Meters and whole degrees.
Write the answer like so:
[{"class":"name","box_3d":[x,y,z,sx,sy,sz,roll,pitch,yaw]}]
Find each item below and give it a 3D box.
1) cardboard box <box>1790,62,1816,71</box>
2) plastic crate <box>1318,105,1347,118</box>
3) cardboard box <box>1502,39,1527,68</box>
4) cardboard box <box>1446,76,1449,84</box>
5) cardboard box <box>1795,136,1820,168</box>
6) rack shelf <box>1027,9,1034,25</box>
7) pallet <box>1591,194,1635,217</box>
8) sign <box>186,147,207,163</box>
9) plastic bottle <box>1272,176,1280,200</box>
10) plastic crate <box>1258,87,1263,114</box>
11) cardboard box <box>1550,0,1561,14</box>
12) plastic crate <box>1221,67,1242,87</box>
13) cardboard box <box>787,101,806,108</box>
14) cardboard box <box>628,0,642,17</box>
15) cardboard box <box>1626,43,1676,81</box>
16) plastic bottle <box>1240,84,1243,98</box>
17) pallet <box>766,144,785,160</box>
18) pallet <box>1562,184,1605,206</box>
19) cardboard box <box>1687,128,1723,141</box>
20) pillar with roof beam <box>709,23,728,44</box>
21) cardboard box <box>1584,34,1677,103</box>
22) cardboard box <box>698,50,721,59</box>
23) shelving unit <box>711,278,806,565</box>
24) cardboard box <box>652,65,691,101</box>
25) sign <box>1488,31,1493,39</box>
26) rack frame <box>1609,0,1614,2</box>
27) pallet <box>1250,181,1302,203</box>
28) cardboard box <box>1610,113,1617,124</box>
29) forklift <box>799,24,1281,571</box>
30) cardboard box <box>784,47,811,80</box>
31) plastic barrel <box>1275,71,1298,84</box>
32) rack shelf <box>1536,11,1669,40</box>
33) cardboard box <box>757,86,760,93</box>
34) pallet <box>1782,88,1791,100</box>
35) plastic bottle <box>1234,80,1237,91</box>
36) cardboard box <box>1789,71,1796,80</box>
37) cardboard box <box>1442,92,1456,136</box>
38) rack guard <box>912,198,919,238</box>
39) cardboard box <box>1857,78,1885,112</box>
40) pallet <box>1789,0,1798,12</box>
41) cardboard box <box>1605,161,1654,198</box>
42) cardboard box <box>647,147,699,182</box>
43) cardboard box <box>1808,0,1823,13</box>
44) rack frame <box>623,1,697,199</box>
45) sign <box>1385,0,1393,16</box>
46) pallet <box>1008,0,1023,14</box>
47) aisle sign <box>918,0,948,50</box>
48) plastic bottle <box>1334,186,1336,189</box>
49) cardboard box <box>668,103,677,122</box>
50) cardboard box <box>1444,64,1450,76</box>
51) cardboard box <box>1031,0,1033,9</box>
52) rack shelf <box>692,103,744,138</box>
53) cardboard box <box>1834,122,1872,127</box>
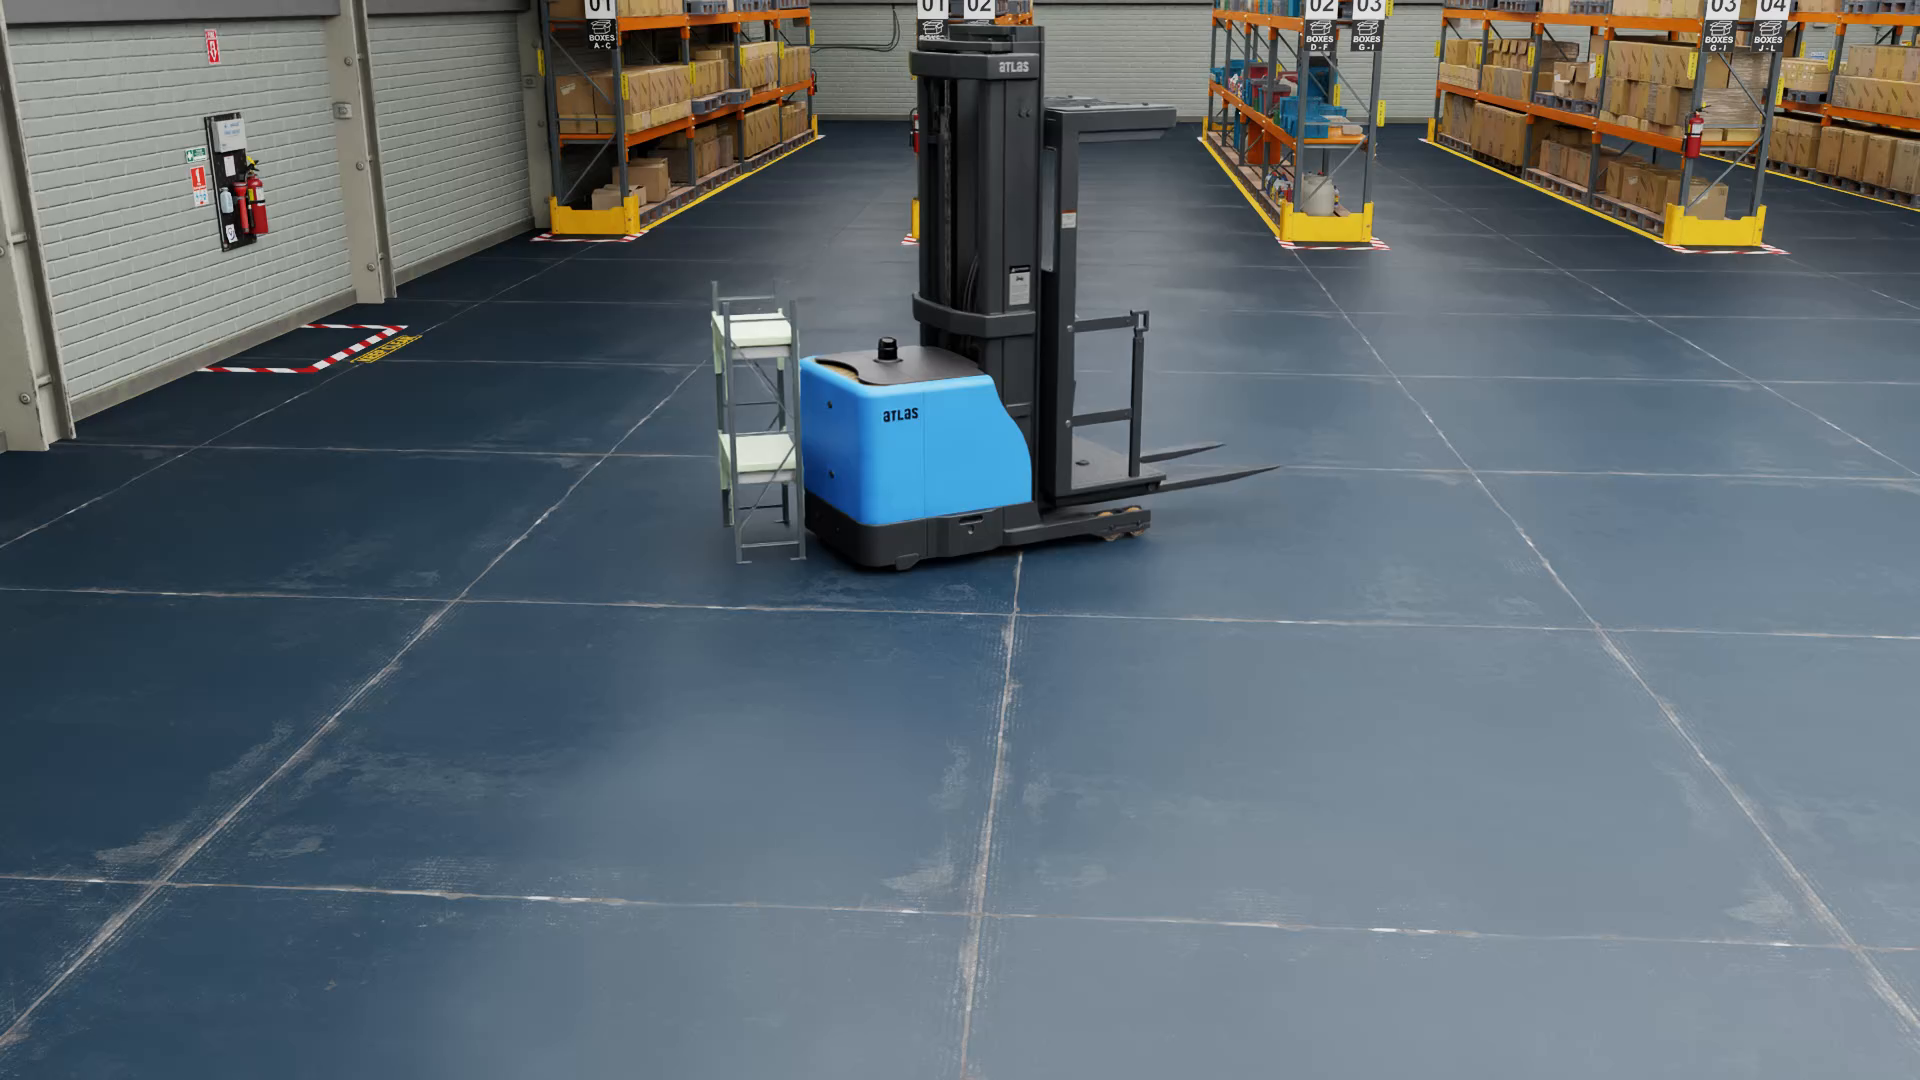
[{"class":"cardboard box","box_3d":[14.974,-8.394,29.496,0.380,0.149,0.250,2,18,6]},{"class":"plastic crate","box_3d":[5.366,-6.216,24.315,0.499,0.251,0.616,1,18,4]},{"class":"cardboard box","box_3d":[10.590,-9.123,31.177,0.797,0.503,0.637,1,18,5]},{"class":"cardboard box","box_3d":[10.568,-9.790,35.388,0.380,0.149,0.250,1,18,3]},{"class":"cardboard box","box_3d":[15.128,-6.848,29.345,0.500,0.500,0.500,1,18,4]},{"class":"rack shelf","box_3d":[0.952,-10.938,34.824,1.077,0.370,4.000,1,18,4]},{"class":"pallet","box_3d":[10.102,-4.991,24.817,1.003,0.211,1.213,1,18,4]},{"class":"sign","box_3d":[-6.585,-3.323,14.337,0.001,0.109,0.331,1,18,4]},{"class":"plastic bottle","box_3d":[4.659,-5.155,24.385,0.144,0.351,0.185,1,18,3]},{"class":"plastic crate","box_3d":[4.944,-6.978,26.429,0.392,0.384,0.575,1,18,4]},{"class":"cardboard box","box_3d":[10.077,-8.823,27.455,0.500,0.250,0.500,2,18,5]},{"class":"plastic crate","box_3d":[5.442,-9.295,33.401,0.392,0.384,0.575,1,18,4]},{"class":"cardboard box","box_3d":[-3.624,-9.641,36.827,0.380,0.149,0.250,1,18,3]},{"class":"cardboard box","box_3d":[-4.646,-7.362,22.564,0.500,0.500,0.500,2,18,8]},{"class":"cardboard box","box_3d":[9.759,-6.745,23.447,0.500,0.500,0.500,1,18,4]},{"class":"plastic bottle","box_3d":[5.122,-8.120,30.095,0.097,0.271,0.097,0,18,0]},{"class":"pallet","box_3d":[-4.113,-7.776,33.315,1.003,0.211,1.213,1,18,4]},{"class":"pallet","box_3d":[10.170,-5.443,26.194,1.003,0.211,1.213,1,18,4]},{"class":"cardboard box","box_3d":[9.643,-5.257,21.554,0.380,0.149,0.250,1,18,4]},{"class":"pillar with roof beam","box_3d":[-0.652,-12.334,33.112,9.100,9.000,0.400,1,18,4]},{"class":"cardboard box","box_3d":[10.312,-7.254,25.607,1.000,1.000,1.000,1,18,4]},{"class":"cardboard box","box_3d":[-4.415,-8.557,29.312,0.380,0.149,0.250,-1,18,-3]},{"class":"shelving unit","box_3d":[-1.173,-0.702,9.651,0.431,1.500,0.755,-4,19,-12]},{"class":"cardboard box","box_3d":[-4.432,-6.999,25.469,0.500,0.500,0.500,1,18,4]},{"class":"sign","box_3d":[11.516,-10.899,36.129,0.100,0.325,0.005,1,18,4]},{"class":"rack frame","box_3d":[10.115,-9.377,24.088,1.000,3.000,0.127,1,18,4]},{"class":"pallet","box_3d":[5.193,-5.556,26.541,1.003,0.211,1.213,1,18,4]},{"class":"cardboard box","box_3d":[9.779,-6.191,24.403,0.380,0.149,0.250,1,18,4]},{"class":"forklift","box_3d":[0.572,-1.529,9.881,3.031,2.935,1.130,-9,20,-27]},{"class":"cardboard box","box_3d":[-3.873,-10.569,36.878,0.980,0.700,0.700,2,18,6]},{"class":"plastic barrel","box_3d":[5.731,-7.793,28.669,0.600,0.536,0.708,1,18,4]},{"class":"rack shelf","box_3d":[10.259,-8.231,26.563,1.077,0.370,4.000,1,18,4]},{"class":"cardboard box","box_3d":[-4.040,-8.645,31.861,0.380,0.149,0.250,2,18,6]},{"class":"pallet","box_3d":[15.443,-8.151,30.289,1.003,0.211,1.213,1,18,4]},{"class":"plastic bottle","box_3d":[5.217,-8.530,31.344,0.097,0.271,0.097,0,18,0]},{"class":"cardboard box","box_3d":[14.975,-8.254,29.546,0.380,0.149,0.250,1,18,4]},{"class":"cardboard box","box_3d":[11.009,-9.242,36.050,0.875,0.875,0.875,1,18,4]},{"class":"rack guard","box_3d":[-0.054,-4.311,22.276,1.175,0.500,0.348,1,18,4]},{"class":"cardboard box","box_3d":[14.970,-7.226,26.997,0.500,0.500,0.500,1,18,4]},{"class":"pallet","box_3d":[15.407,-9.693,30.172,1.213,0.211,1.003,1,18,4]},{"class":"cardboard box","box_3d":[10.047,-5.414,24.970,0.500,0.500,0.500,1,18,2]},{"class":"cardboard box","box_3d":[-4.670,-6.108,27.054,0.700,0.500,0.500,2,18,6]},{"class":"cardboard box","box_3d":[15.152,-9.438,28.931,0.500,0.500,0.500,1,18,4]},{"class":"rack frame","box_3d":[-4.707,-6.858,26.034,1.000,3.000,0.127,1,18,4]},{"class":"sign","box_3d":[5.437,-6.810,21.058,0.100,0.325,0.005,1,18,4]},{"class":"pallet","box_3d":[0.485,-8.766,27.345,1.003,0.211,1.213,2,18,6]},{"class":"aisle sign","box_3d":[-0.350,-6.727,21.462,0.394,0.787,0.004,1,18,4]},{"class":"plastic bottle","box_3d":[5.364,-4.939,23.833,0.061,0.283,0.133,2,18,5]},{"class":"cardboard box","box_3d":[-4.503,-6.331,24.636,0.500,0.250,0.500,1,18,4]},{"class":"cardboard box","box_3d":[10.641,-10.018,35.443,0.500,0.250,0.500,1,18,3]},{"class":"cardboard box","box_3d":[1.321,-11.664,36.126,0.500,0.250,0.500,1,18,4]},{"class":"rack shelf","box_3d":[-4.563,-7.137,28.042,1.077,0.370,4.000,1,18,4]},{"class":"cardboard box","box_3d":[15.633,-7.203,29.224,0.500,0.250,0.500,0,18,1]}]
